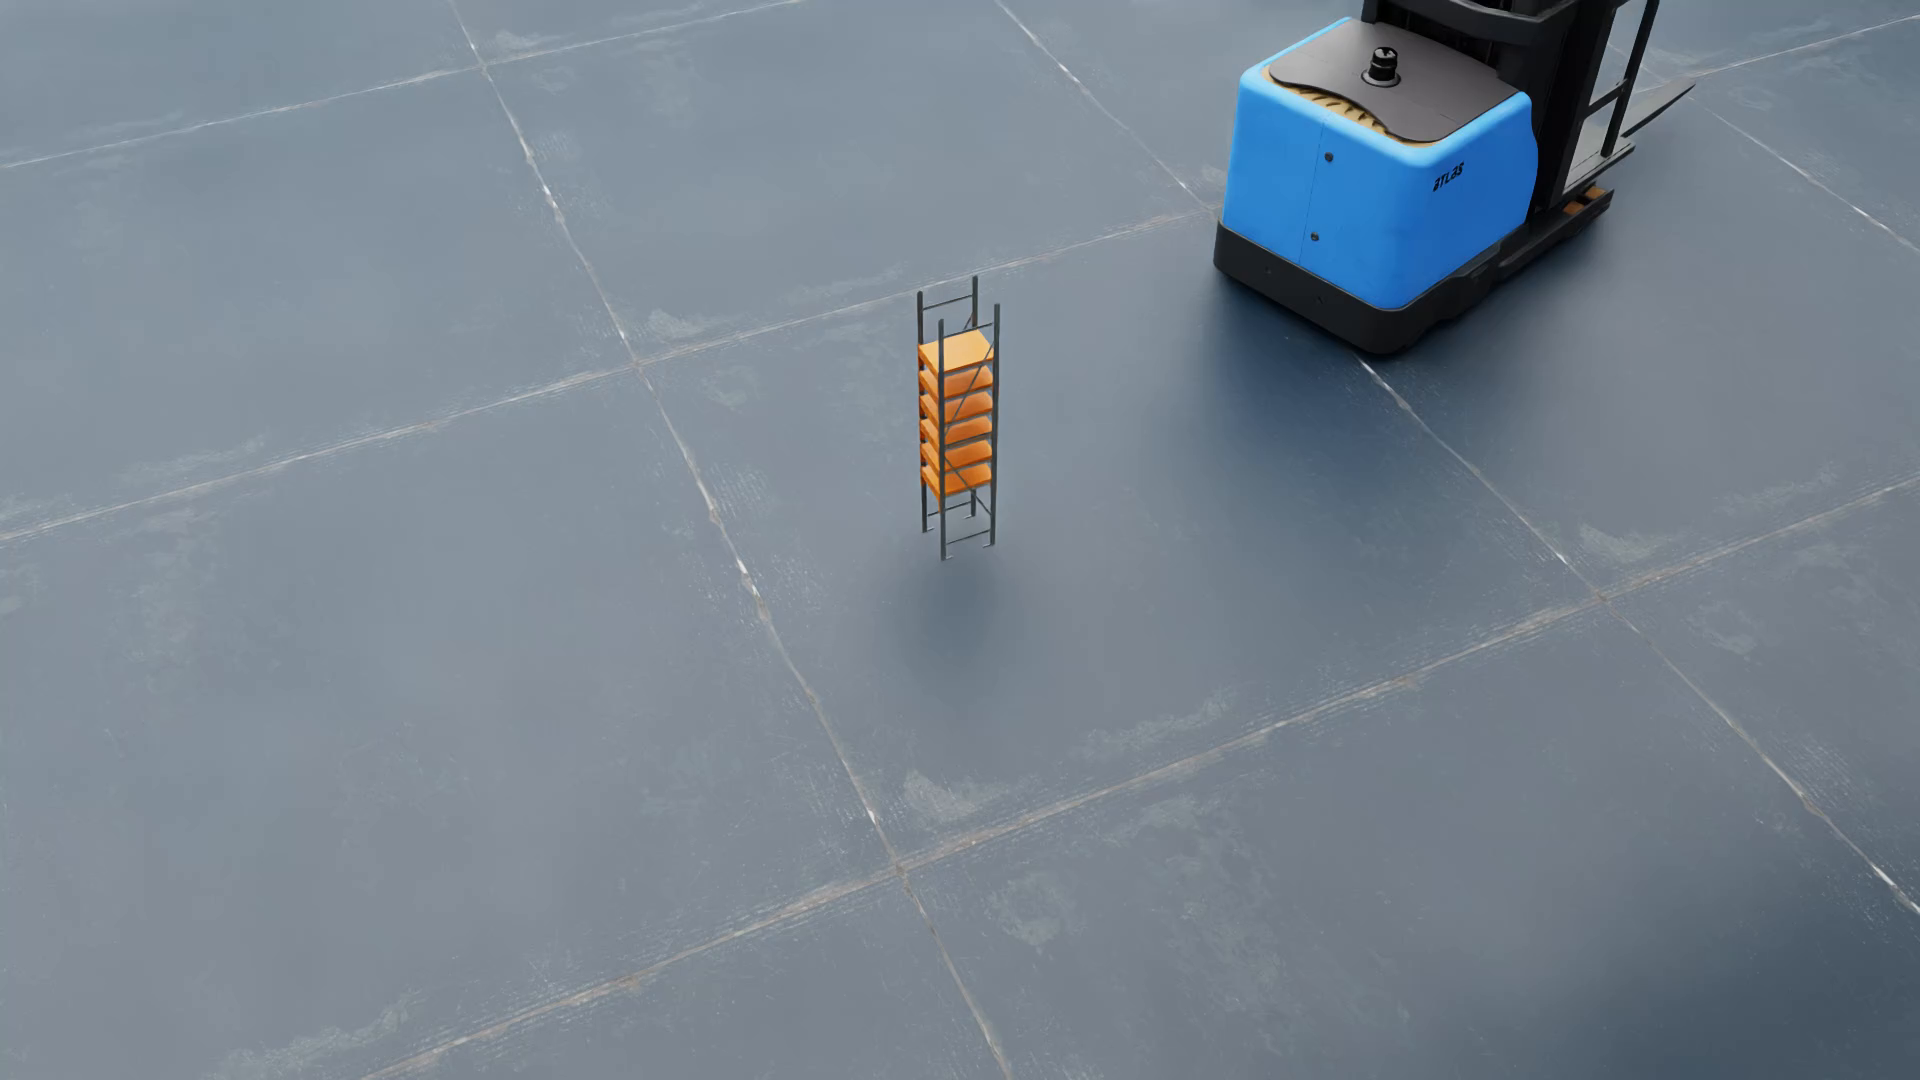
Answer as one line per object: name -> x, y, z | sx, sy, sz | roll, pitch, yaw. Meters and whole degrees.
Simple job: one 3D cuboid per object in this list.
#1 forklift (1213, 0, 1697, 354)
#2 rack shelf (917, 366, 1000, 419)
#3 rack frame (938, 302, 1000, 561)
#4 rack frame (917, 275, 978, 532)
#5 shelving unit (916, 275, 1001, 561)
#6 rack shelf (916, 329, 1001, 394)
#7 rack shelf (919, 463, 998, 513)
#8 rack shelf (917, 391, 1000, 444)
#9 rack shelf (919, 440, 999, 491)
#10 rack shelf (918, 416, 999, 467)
forklift -> 2.634, -2.798, 7.499 | 3.031, 2.935, 1.130 | -34, 54, -29
rack shelf -> -0.006, -0.576, 6.201 | 0.258, 0.103, 0.180 | -18, 47, -17
rack frame -> 0.032, -0.378, 6.279 | 0.240, 1.200, 0.006 | -18, 47, -17
rack frame -> -0.045, -0.495, 6.397 | 0.240, 1.200, 0.006 | -18, 47, -17
shelving unit -> -0.006, -0.436, 6.338 | 0.258, 1.200, 0.189 | -18, 47, -17
rack shelf -> -0.006, -0.661, 6.116 | 0.258, 0.103, 0.180 | -18, 47, -17
rack shelf -> -0.006, -0.234, 6.538 | 0.258, 0.103, 0.180 | -18, 47, -17
rack shelf -> -0.006, -0.490, 6.285 | 0.258, 0.103, 0.180 | -18, 47, -17
rack shelf -> -0.006, -0.319, 6.453 | 0.258, 0.103, 0.180 | -18, 47, -17
rack shelf -> -0.006, -0.405, 6.369 | 0.258, 0.103, 0.180 | -18, 47, -17
